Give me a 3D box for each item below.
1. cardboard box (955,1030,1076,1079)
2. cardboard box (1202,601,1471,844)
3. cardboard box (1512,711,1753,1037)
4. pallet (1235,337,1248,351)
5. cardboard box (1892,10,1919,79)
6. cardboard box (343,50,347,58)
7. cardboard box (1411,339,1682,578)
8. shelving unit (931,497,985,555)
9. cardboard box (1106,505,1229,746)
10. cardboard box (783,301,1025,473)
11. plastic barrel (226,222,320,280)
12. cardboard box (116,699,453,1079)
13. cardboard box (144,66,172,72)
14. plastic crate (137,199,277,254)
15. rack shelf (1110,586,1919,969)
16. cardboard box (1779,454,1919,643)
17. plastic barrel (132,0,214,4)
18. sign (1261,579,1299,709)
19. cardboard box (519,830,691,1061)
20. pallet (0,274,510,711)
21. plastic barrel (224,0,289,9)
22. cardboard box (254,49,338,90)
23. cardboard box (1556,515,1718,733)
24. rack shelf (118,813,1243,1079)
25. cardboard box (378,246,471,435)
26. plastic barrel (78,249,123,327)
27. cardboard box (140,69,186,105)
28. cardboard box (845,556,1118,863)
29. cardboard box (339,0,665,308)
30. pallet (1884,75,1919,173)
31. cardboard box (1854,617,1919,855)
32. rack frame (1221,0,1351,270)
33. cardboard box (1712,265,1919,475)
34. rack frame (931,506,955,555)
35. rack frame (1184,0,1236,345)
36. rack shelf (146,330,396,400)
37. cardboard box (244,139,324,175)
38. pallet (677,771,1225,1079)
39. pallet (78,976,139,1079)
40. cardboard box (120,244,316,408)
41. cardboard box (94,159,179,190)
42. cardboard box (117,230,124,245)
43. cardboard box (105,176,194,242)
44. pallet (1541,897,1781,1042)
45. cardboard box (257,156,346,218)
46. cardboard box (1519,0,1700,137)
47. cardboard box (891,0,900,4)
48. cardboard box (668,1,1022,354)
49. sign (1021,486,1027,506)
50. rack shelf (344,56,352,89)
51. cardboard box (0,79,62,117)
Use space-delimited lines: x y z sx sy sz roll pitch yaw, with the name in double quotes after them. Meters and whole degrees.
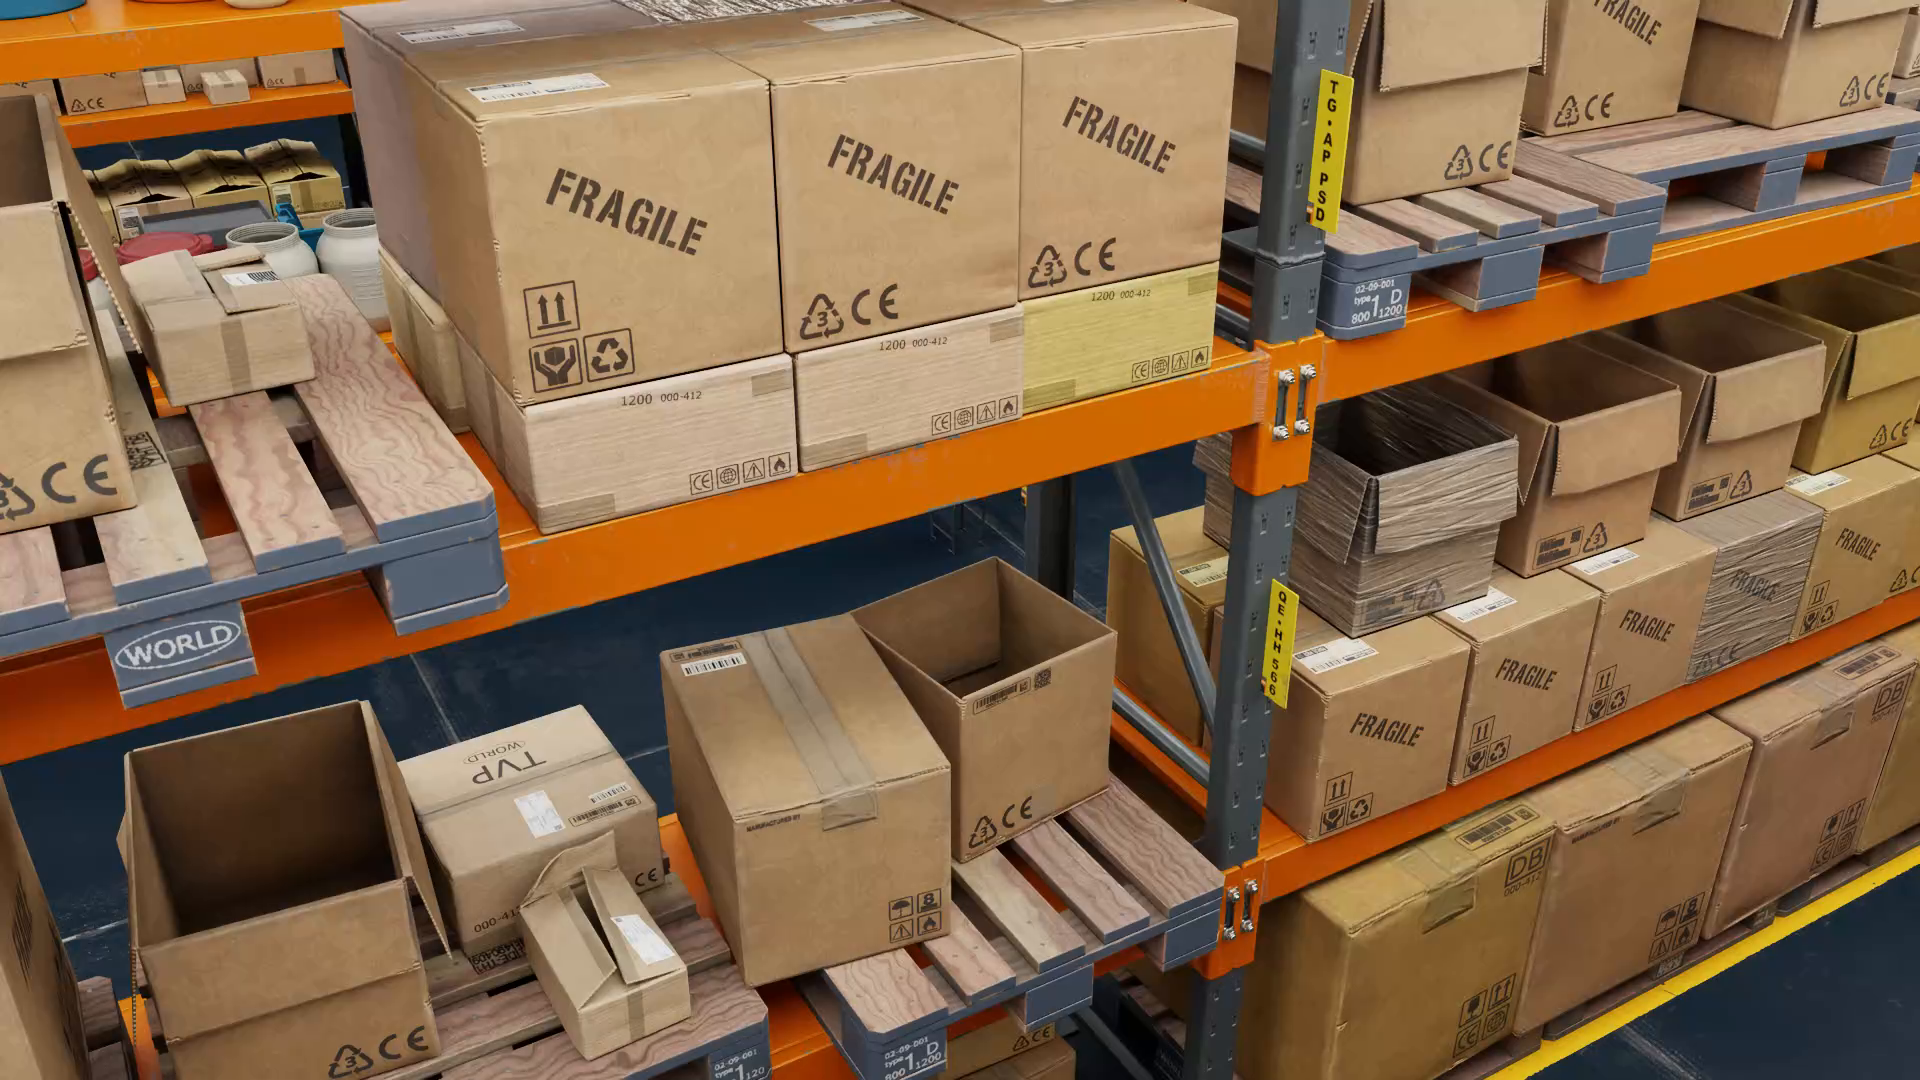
-0.072 1.578 4.918 0.500 0.500 0.700 -18 33 -29 "cardboard box"
1.052 0.454 4.719 0.500 0.500 0.500 -15 32 -25 "cardboard box"
1.873 0.875 5.825 0.875 0.875 1.225 -16 33 -26 "cardboard box"
2.049 -1.514 11.275 1.213 0.211 1.003 -16 33 -26 "pallet"
2.953 -1.702 5.284 0.500 0.311 0.500 -17 33 -28 "cardboard box"
-6.332 -5.055 16.595 0.750 0.750 0.750 -16 33 -27 "cardboard box"
1.697 -0.310 5.065 0.637 0.503 0.797 -15 32 -25 "cardboard box"
-0.012 -0.522 8.454 0.189 1.200 0.258 -16 33 -26 "shelving unit"
0.795 0.236 5.115 0.500 0.500 0.500 -15 32 -25 "cardboard box"
-0.211 -0.398 3.418 0.500 0.250 0.500 -16 33 -27 "cardboard box"
-3.156 -1.165 7.640 0.421 0.512 0.421 0 29 0 "plastic barrel"
-1.505 0.791 3.671 0.637 0.503 0.797 -12 31 -21 "cardboard box"
-7.627 -4.587 16.089 0.500 0.500 0.700 -15 32 -26 "cardboard box"
-3.562 -1.320 7.970 0.583 0.464 0.402 -16 33 -26 "plastic crate"
2.220 0.329 5.794 4.000 0.370 1.077 -16 33 -26 "rack shelf"
2.802 -0.042 5.618 0.500 0.500 0.500 -16 33 -27 "cardboard box"
-3.396 -2.790 7.152 0.708 0.830 0.600 -16 33 -26 "plastic barrel"
0.778 0.255 4.067 0.005 0.325 0.100 -16 33 -26 "sign"
-0.805 0.899 3.720 0.258 0.266 0.396 -17 33 -28 "cardboard box"
-1.474 -0.110 2.935 1.003 0.211 1.213 -16 33 -26 "pallet"
-2.992 -2.404 7.040 0.301 0.262 0.301 0 29 0 "plastic barrel"
-4.856 -3.514 12.105 0.500 0.311 0.500 -14 32 -23 "cardboard box"
1.936 0.200 5.179 0.500 0.500 0.500 -16 33 -27 "cardboard box"
-1.229 1.308 4.020 4.000 0.370 1.077 -16 33 -26 "rack shelf"
-0.920 -0.480 3.565 0.500 0.250 0.500 -15 32 -25 "cardboard box"
-3.894 -0.962 7.249 0.433 0.535 0.433 0 29 0 "plastic barrel"
-5.591 -3.178 11.665 0.250 0.149 0.380 -13 32 -23 "cardboard box"
0.050 0.425 4.337 0.500 0.500 0.500 -20 35 -32 "cardboard box"
-0.909 -0.816 3.398 0.500 0.500 0.500 -17 33 -28 "cardboard box"
3.179 -1.460 5.385 1.217 0.209 0.805 -17 33 -28 "pallet"
3.402 0.436 6.620 0.875 0.875 1.225 -16 33 -26 "cardboard box"
0.495 -2.123 3.283 0.127 3.000 1.000 -16 33 -26 "rack frame"
2.800 -0.635 5.655 0.637 0.503 0.797 -15 32 -26 "cardboard box"
-0.091 -0.499 8.413 0.006 1.200 0.240 -16 33 -26 "rack frame"
1.435 -2.539 10.246 0.127 3.000 1.000 -16 33 -26 "rack frame"
-3.738 -0.755 7.758 4.000 0.370 1.077 -16 33 -26 "rack shelf"
-5.120 -2.844 12.629 0.500 0.311 0.500 -15 32 -25 "cardboard box"
-0.065 0.807 4.383 1.003 0.211 1.213 -16 33 -26 "pallet"
-2.221 1.440 3.234 1.213 0.211 1.003 -16 33 -26 "pallet"
-1.387 -0.413 3.096 0.250 0.166 0.380 -17 33 -28 "cardboard box"
-6.010 -2.588 12.165 0.500 0.311 0.500 -17 33 -28 "cardboard box"
-5.728 -2.124 11.906 0.500 0.250 0.500 -15 32 -25 "cardboard box"
-5.728 -2.366 11.764 0.500 0.311 0.500 -16 33 -27 "cardboard box"
2.264 1.266 6.237 1.213 0.211 1.003 -16 33 -26 "pallet"
-4.847 -2.619 12.221 0.500 0.311 0.500 -15 32 -25 "cardboard box"
1.684 -1.464 4.657 0.500 0.500 0.500 -14 32 -24 "cardboard box"
-0.040 -1.064 3.849 0.500 0.500 0.500 -16 32 -26 "cardboard box"
-0.226 -0.721 3.227 0.500 0.500 0.500 -16 33 -26 "cardboard box"
0.211 -0.234 4.871 0.005 0.325 0.100 -16 33 -26 "sign"
-2.796 -3.799 13.273 4.000 0.370 1.077 -16 33 -26 "rack shelf"
-6.412 -3.121 11.198 0.500 0.500 0.500 -16 33 -26 "cardboard box"
